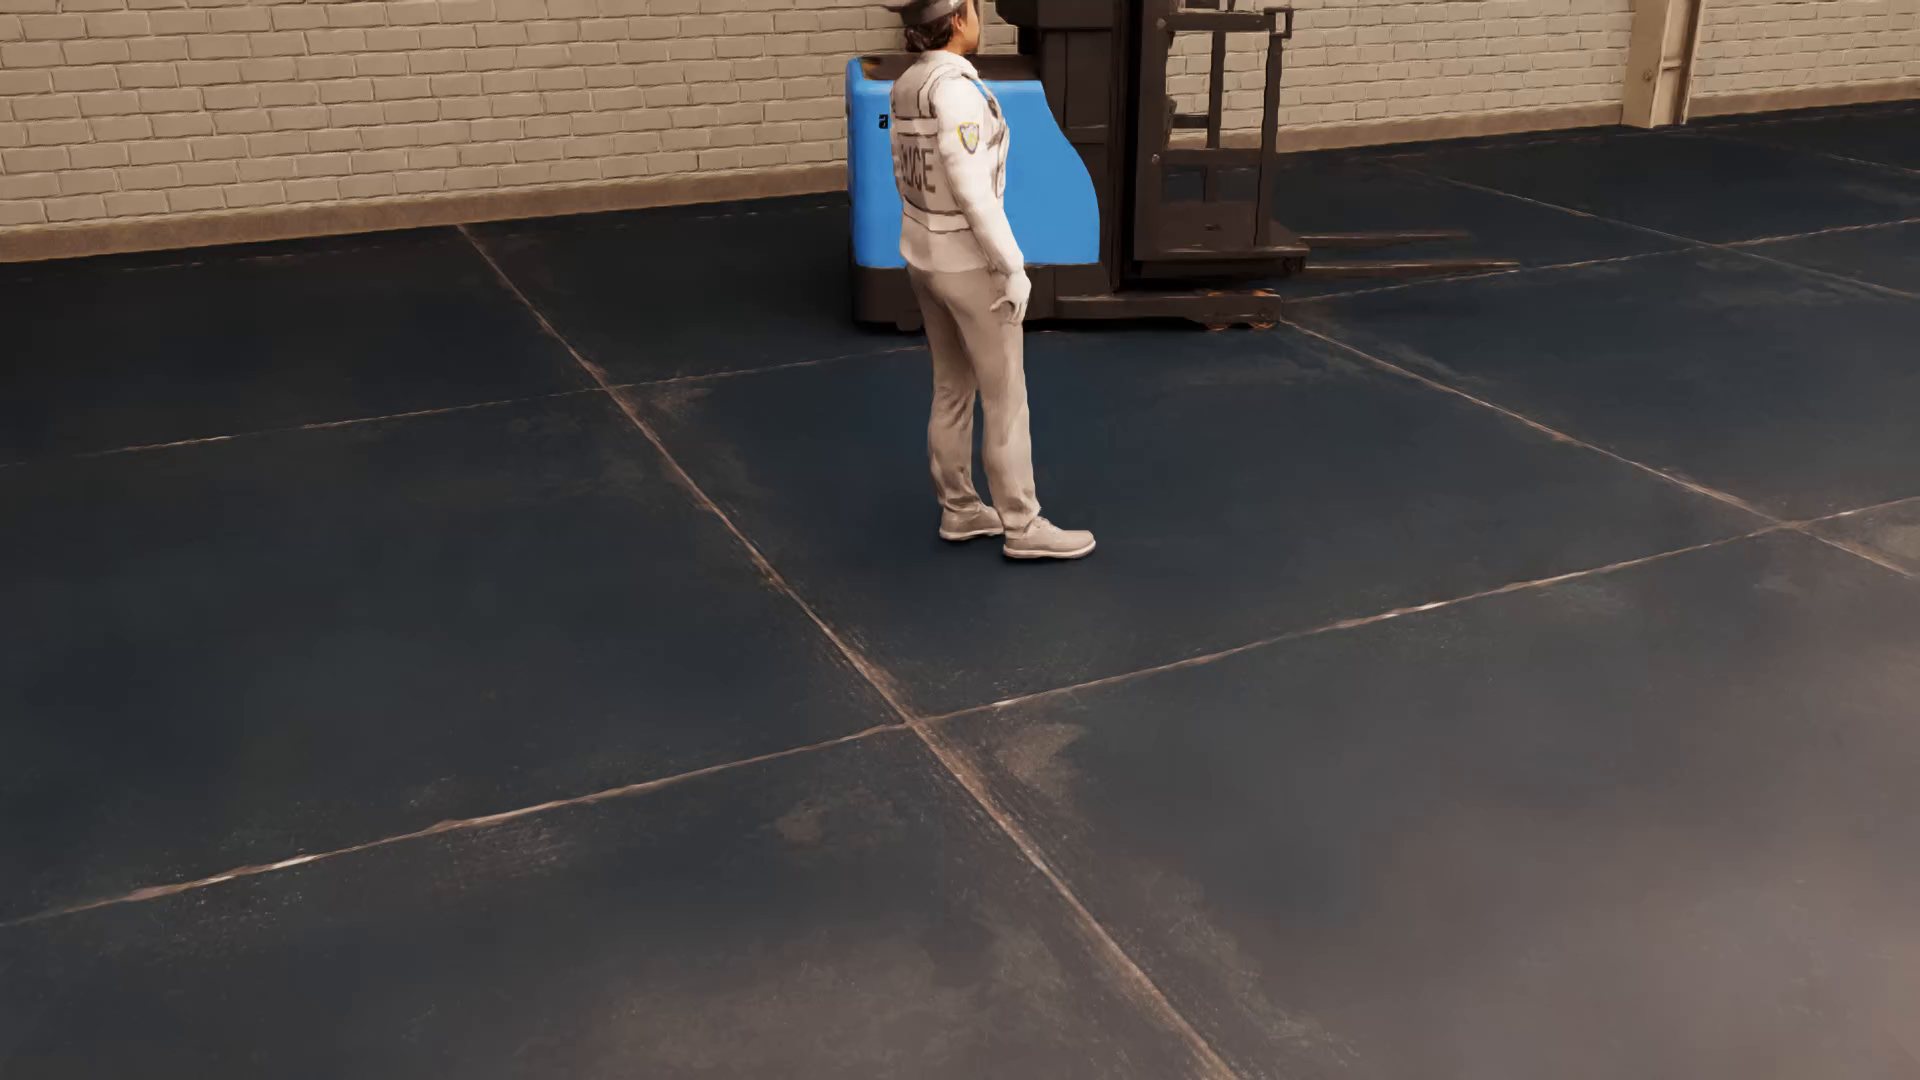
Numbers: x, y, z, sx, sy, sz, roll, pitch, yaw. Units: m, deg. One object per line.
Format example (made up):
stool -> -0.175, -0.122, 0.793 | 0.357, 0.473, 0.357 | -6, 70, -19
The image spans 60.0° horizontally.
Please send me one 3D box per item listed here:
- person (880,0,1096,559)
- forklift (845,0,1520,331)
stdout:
person -> 0.064, -0.798, 4.799 | 0.532, 1.695, 0.586 | -10, 25, -23
forklift -> 1.005, -2.479, 7.253 | 3.031, 2.935, 1.130 | -2, 23, -5
